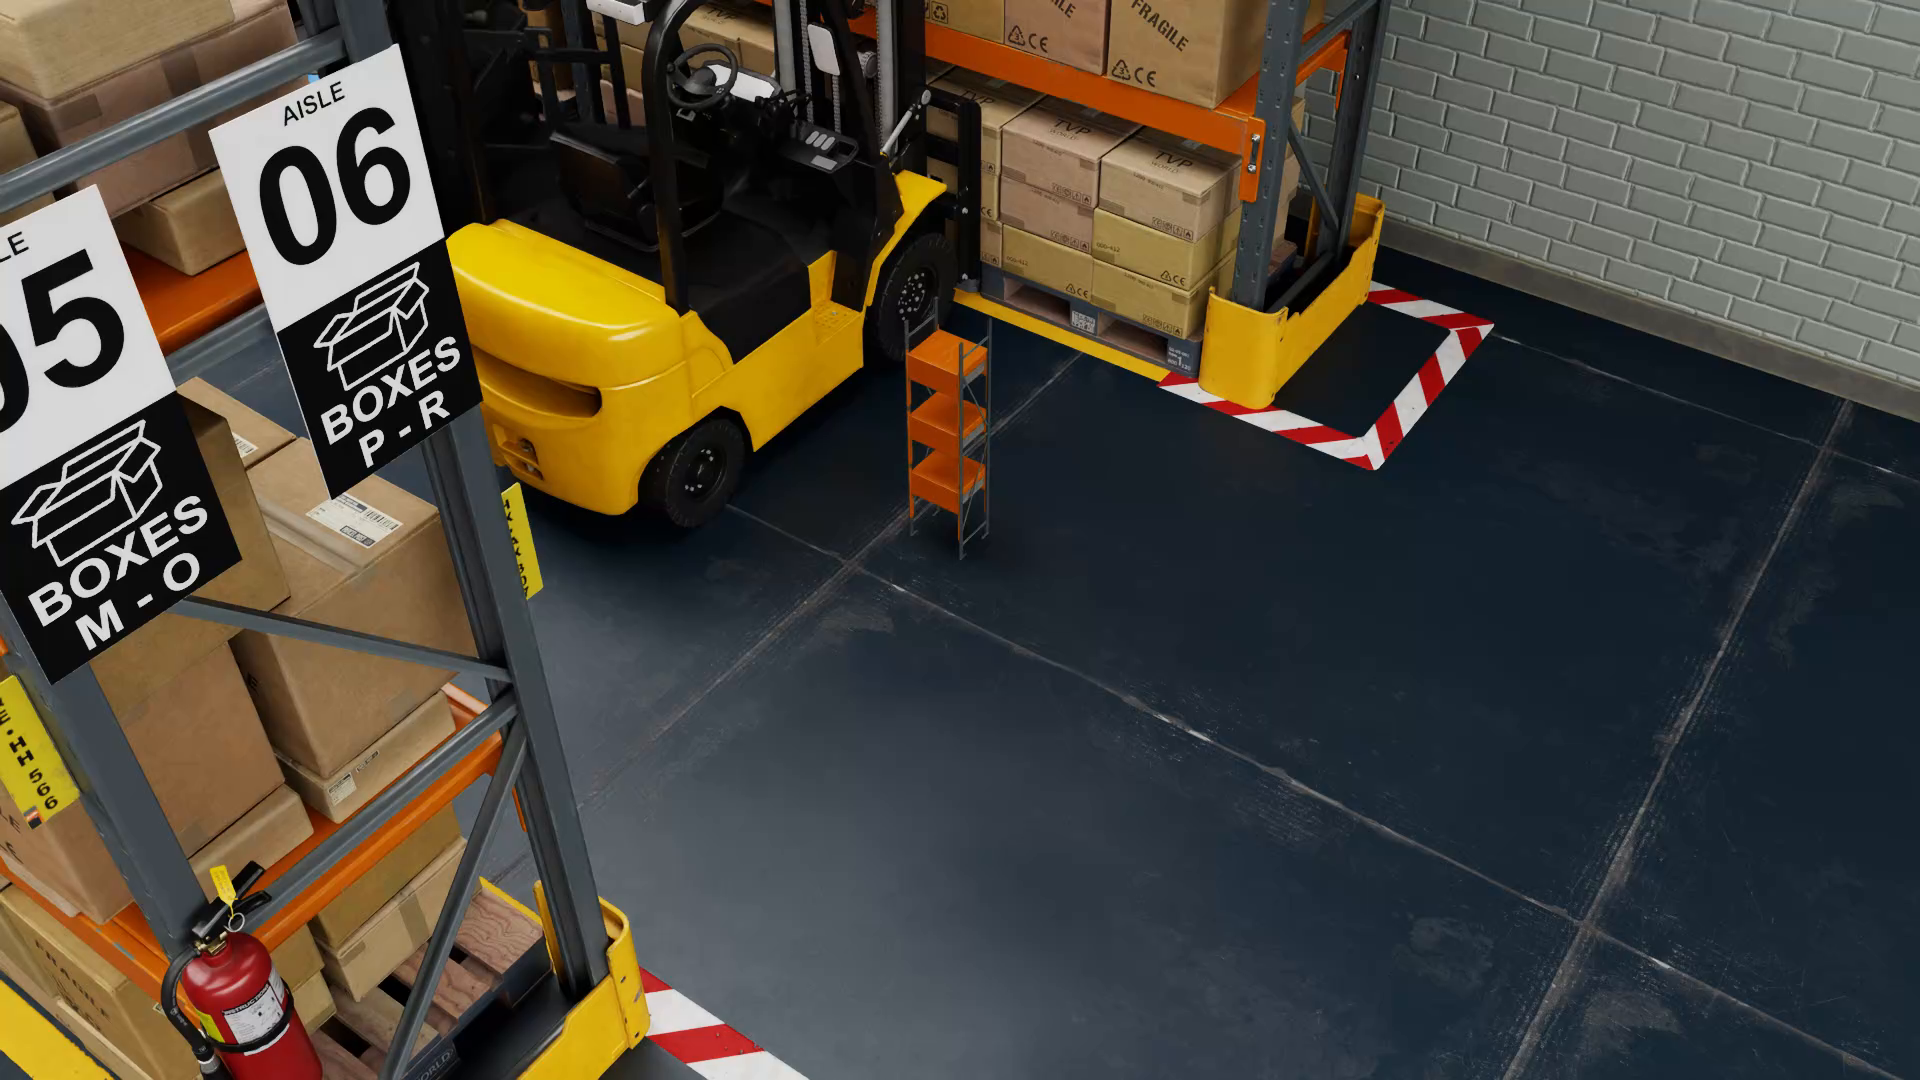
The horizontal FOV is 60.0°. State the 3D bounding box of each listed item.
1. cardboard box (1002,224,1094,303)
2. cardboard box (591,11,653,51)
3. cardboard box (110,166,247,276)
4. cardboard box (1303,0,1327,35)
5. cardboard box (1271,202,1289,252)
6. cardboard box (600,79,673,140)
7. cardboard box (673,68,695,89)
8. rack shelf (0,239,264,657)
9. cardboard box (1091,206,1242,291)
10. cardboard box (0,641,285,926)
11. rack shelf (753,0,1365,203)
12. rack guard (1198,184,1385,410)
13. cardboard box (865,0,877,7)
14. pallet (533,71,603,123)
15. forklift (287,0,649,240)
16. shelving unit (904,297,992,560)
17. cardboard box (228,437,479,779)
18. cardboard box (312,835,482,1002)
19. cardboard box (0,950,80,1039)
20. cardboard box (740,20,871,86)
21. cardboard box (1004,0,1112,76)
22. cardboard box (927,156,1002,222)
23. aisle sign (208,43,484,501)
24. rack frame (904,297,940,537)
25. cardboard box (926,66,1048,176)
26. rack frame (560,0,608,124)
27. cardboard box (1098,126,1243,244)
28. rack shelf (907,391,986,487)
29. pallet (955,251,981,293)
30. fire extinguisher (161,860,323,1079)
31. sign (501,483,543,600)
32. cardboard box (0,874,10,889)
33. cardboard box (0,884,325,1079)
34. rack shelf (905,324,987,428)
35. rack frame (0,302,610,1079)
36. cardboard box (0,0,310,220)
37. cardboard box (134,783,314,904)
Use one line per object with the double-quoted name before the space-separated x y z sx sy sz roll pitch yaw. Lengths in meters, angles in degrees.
"cardboard box" 0.543 -1.409 7.823 0.500 0.250 0.500 25 48 25
"cardboard box" -1.548 -2.754 8.576 0.500 0.250 0.500 24 47 25
"cardboard box" -1.422 -0.692 3.212 0.250 0.149 0.380 25 48 25
"cardboard box" 1.264 -2.453 7.167 0.500 0.500 0.500 27 48 27
"cardboard box" 1.221 -1.501 7.925 0.500 0.250 0.500 25 48 25
"cardboard box" -1.558 -2.372 8.898 0.500 0.250 0.500 26 48 26
"cardboard box" -1.132 -2.379 8.531 0.500 0.250 0.500 25 47 25
"rack shelf" -2.974 -0.979 3.884 4.000 0.370 1.077 25 48 25
"cardboard box" 0.933 -1.408 7.447 0.500 0.250 0.500 24 47 25
"cardboard box" -1.939 0.431 3.721 0.500 0.500 0.500 24 47 25
"rack shelf" -0.127 -2.572 7.915 4.000 0.370 1.077 25 48 25
"rack guard" 1.530 -1.134 7.642 0.348 0.500 1.175 25 48 25
"cardboard box" -0.300 -2.743 7.491 0.500 0.500 0.500 25 48 26
"pallet" -2.390 -2.828 9.752 1.213 0.211 1.003 25 48 25
"forklift" -2.038 -2.635 7.496 3.031 2.935 1.130 4 42 4
"shelving unit" -0.044 -0.412 6.423 0.252 1.050 0.215 25 48 25
"cardboard box" -1.565 0.156 4.028 0.500 0.500 0.500 24 47 25
"cardboard box" -1.838 1.045 5.080 0.500 0.250 0.500 25 47 25
"cardboard box" -2.572 1.140 4.974 0.500 0.250 0.500 25 48 25
"cardboard box" -0.722 -2.368 8.145 0.500 0.250 0.500 27 48 27
"cardboard box" 0.537 -2.361 7.064 0.500 0.500 0.500 27 48 27
"cardboard box" 0.093 -1.793 7.876 0.500 0.250 0.500 24 47 24
"aisle sign" -1.108 -0.478 3.085 0.004 0.787 0.394 25 48 25
"rack frame" -0.144 -0.458 6.475 0.008 1.050 0.200 25 48 25
"cardboard box" 0.114 -1.965 7.694 0.500 0.250 0.500 26 48 26
"rack frame" -1.764 -3.606 8.531 0.127 3.000 1.000 25 48 25
"cardboard box" 0.955 -1.585 7.269 0.500 0.250 0.500 27 48 27
"rack shelf" -0.044 -0.404 6.430 0.240 0.259 0.215 25 48 25
"pallet" -0.134 -1.773 8.573 1.213 0.211 1.003 25 48 25
"fire extinguisher" -1.507 0.961 3.485 0.183 0.674 0.296 25 48 25
"sign" -1.025 0.018 3.831 0.005 0.325 0.100 25 48 25
"cardboard box" -2.481 0.715 4.399 0.250 0.149 0.380 26 48 26
"cardboard box" -2.142 1.061 4.499 0.500 0.500 0.500 25 48 26
"rack shelf" -0.044 -0.615 6.241 0.240 0.259 0.215 25 48 25
"rack frame" -1.336 0.637 3.789 0.127 3.000 1.000 25 48 25
"cardboard box" -1.595 -0.874 3.117 0.500 0.250 0.500 24 47 25
"cardboard box" -1.765 0.704 3.902 0.250 0.149 0.380 27 48 27
